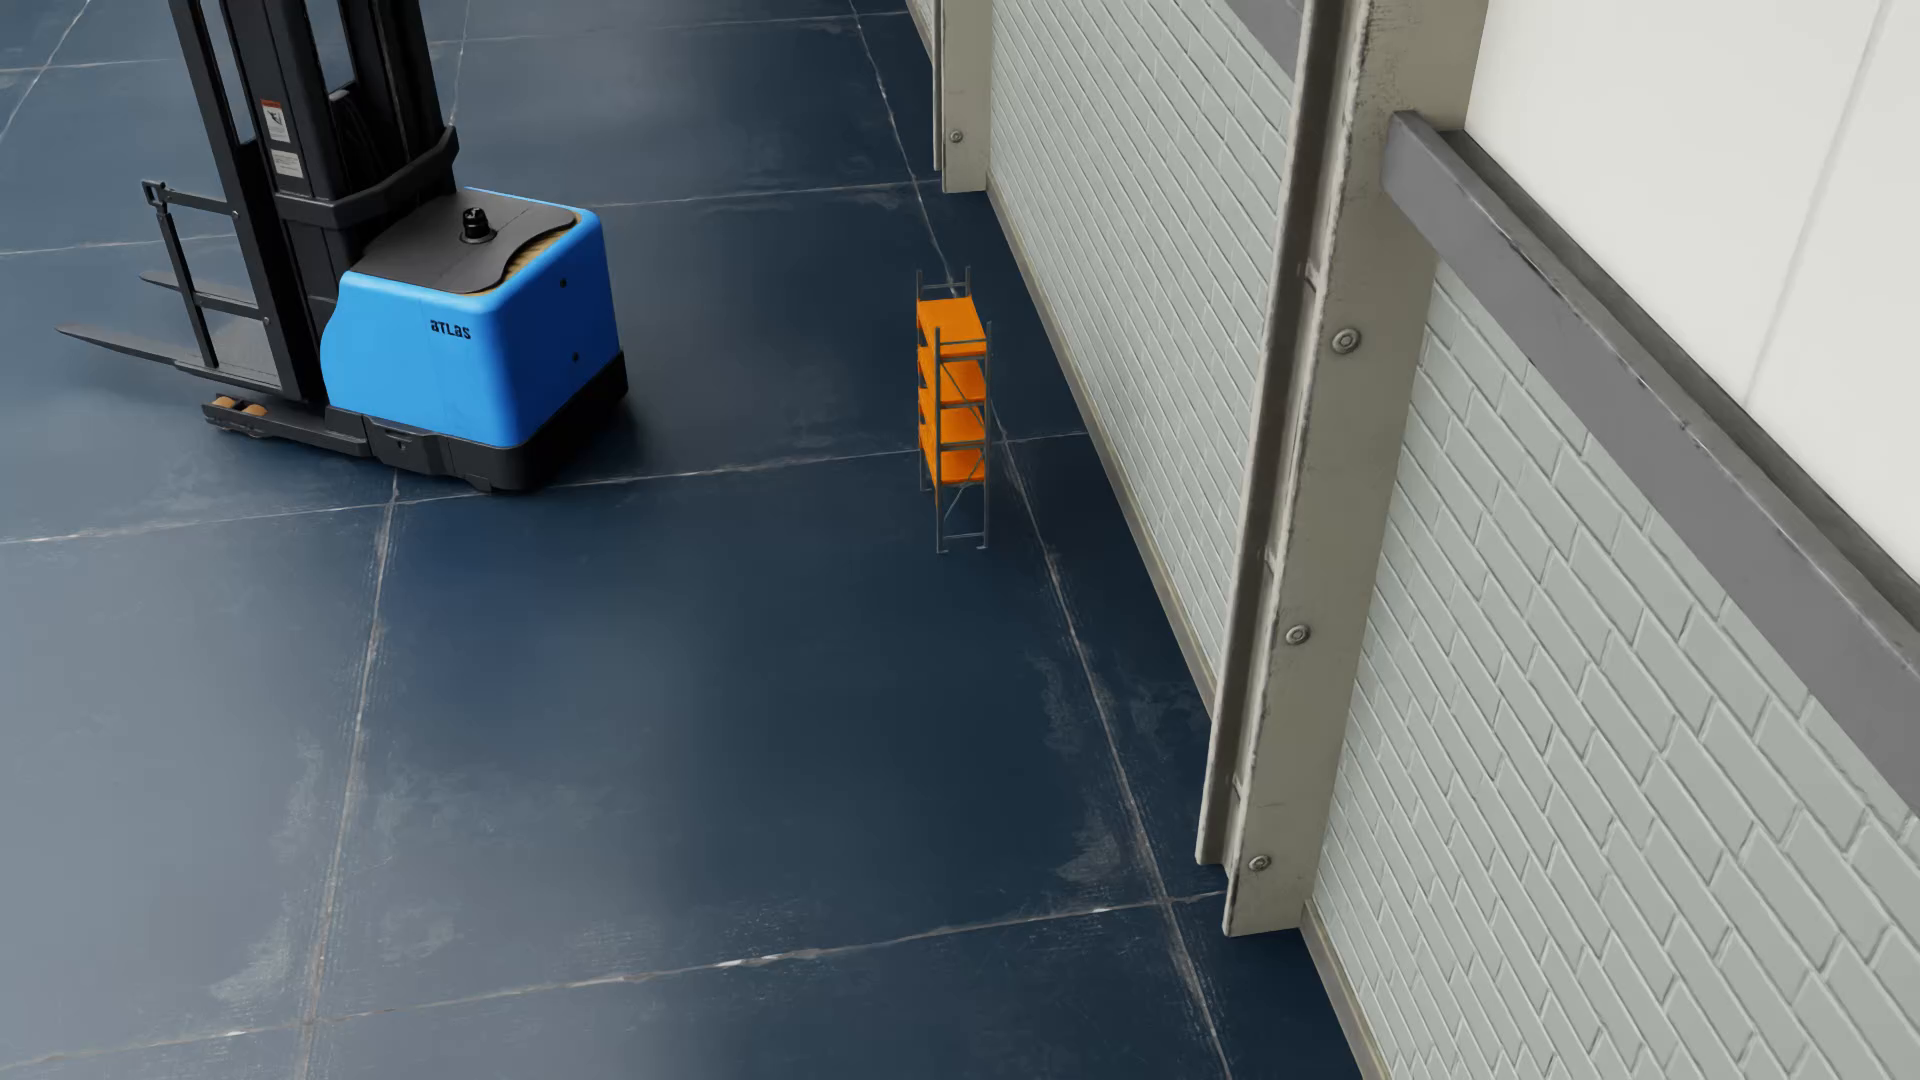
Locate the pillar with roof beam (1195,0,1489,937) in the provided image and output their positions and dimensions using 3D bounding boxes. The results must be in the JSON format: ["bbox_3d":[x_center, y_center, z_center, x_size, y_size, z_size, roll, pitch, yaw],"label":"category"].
[{"bbox_3d":[-3.173,-1.810,2.745,9.100,9.000,0.400,-6,38,-8],"label":"pillar with roof beam"}]

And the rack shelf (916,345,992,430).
[{"bbox_3d":[-0.029,-0.697,7.415,0.258,0.148,0.480,-6,38,-8],"label":"rack shelf"}]

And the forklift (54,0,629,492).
[{"bbox_3d":[-3.291,-1.960,7.884,3.031,2.935,1.130,14,40,17],"label":"forklift"}]

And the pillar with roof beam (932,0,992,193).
[{"bbox_3d":[-4.225,-5.434,7.410,9.100,9.000,0.400,-6,38,-8],"label":"pillar with roof beam"}]

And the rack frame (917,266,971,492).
[{"bbox_3d":[-0.072,-0.721,7.700,0.240,1.200,0.015,-6,38,-8],"label":"rack frame"}]

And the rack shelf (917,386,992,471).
[{"bbox_3d":[-0.029,-0.521,7.552,0.258,0.148,0.480,-6,38,-8],"label":"rack shelf"}]

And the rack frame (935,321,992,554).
[{"bbox_3d":[0.014,-0.426,7.321,0.240,1.200,0.015,-6,38,-8],"label":"rack frame"}]

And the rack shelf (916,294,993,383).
[{"bbox_3d":[-0.029,-0.884,7.270,0.258,0.148,0.480,-6,38,-8],"label":"rack shelf"}]

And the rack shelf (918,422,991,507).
[{"bbox_3d":[-0.029,-0.364,7.674,0.258,0.148,0.480,-6,38,-8],"label":"rack shelf"}]

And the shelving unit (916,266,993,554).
[{"bbox_3d":[-0.029,-0.574,7.511,0.258,1.200,0.503,-6,38,-8],"label":"shelving unit"}]
